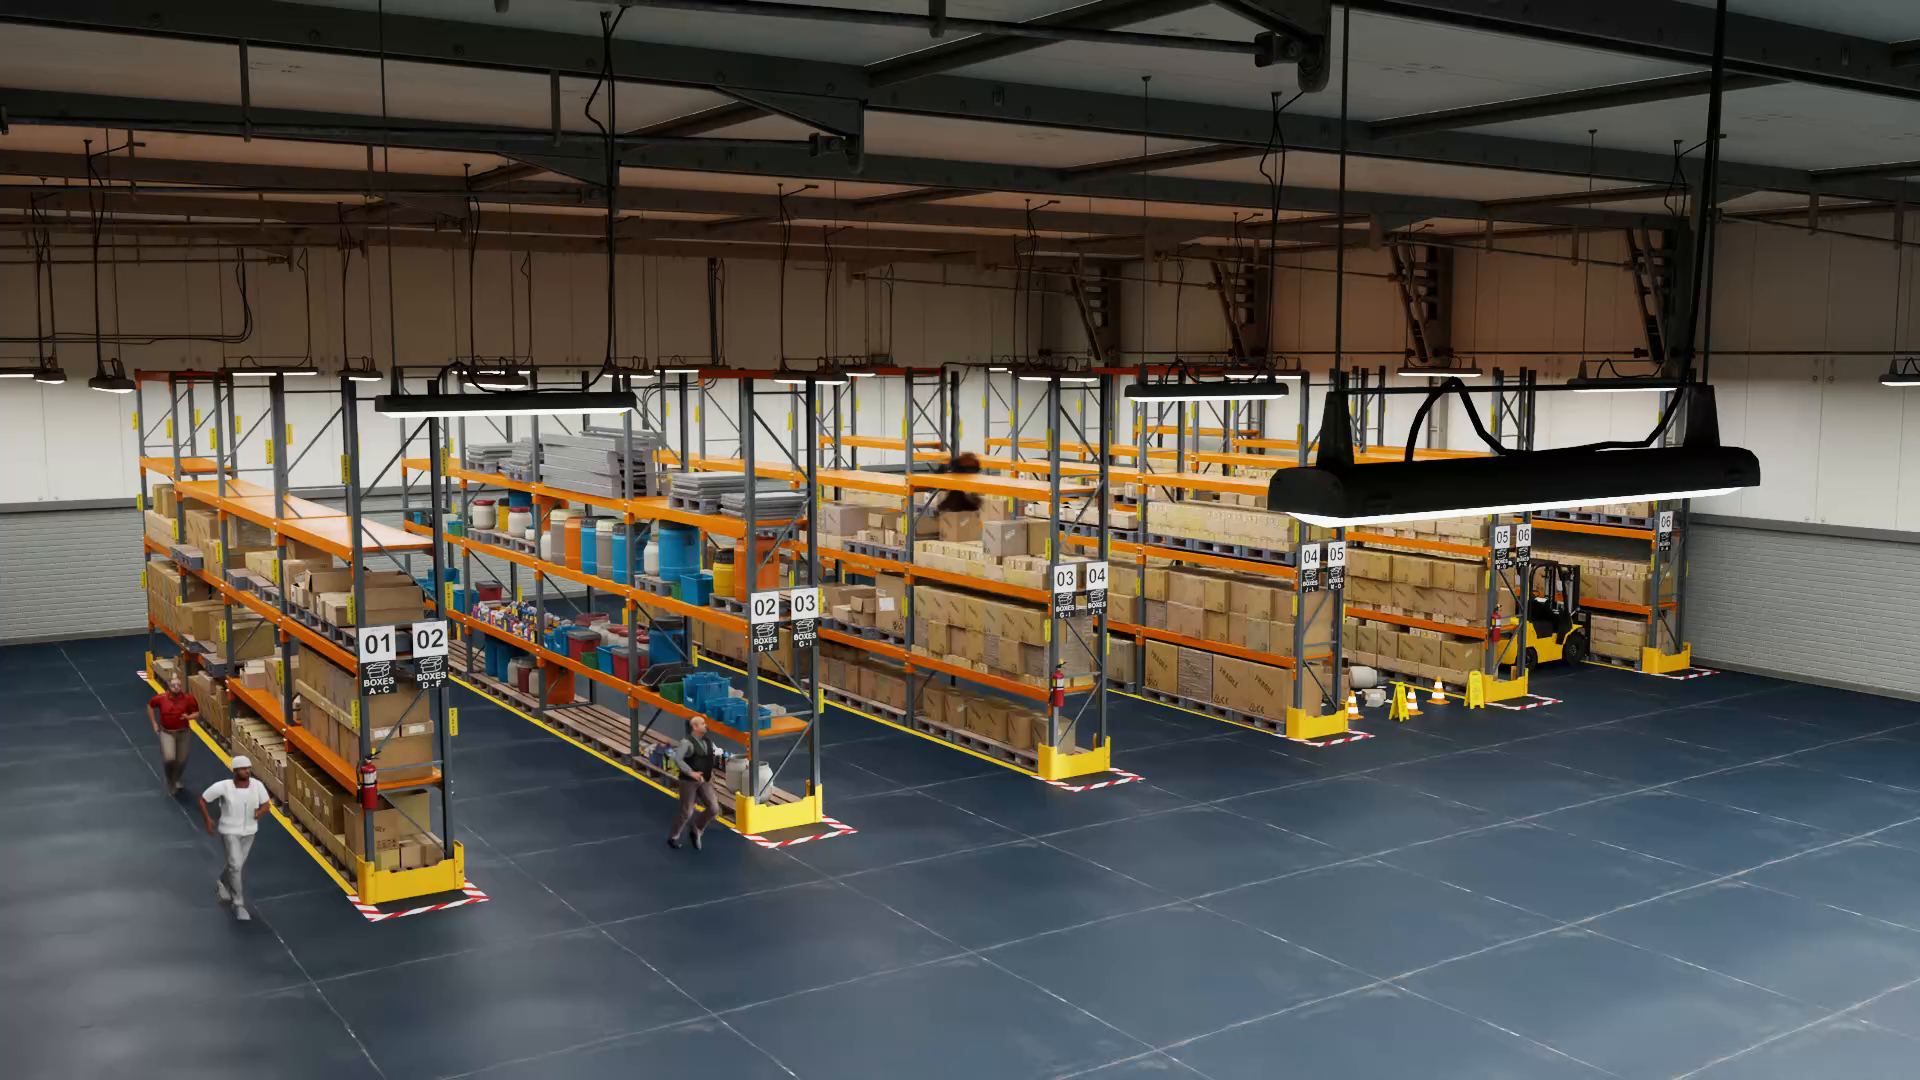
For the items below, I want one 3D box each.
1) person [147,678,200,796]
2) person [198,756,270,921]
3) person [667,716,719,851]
[{"bbox_3d":[-11.224,2.809,23.795,0.639,1.716,0.784,-4,8,-33],"label":"person"},{"bbox_3d":[-8.199,3.340,18.911,0.893,1.804,0.716,5,8,38],"label":"person"},{"bbox_3d":[-3.355,3.104,21.293,0.641,1.697,0.715,5,8,37],"label":"person"}]
